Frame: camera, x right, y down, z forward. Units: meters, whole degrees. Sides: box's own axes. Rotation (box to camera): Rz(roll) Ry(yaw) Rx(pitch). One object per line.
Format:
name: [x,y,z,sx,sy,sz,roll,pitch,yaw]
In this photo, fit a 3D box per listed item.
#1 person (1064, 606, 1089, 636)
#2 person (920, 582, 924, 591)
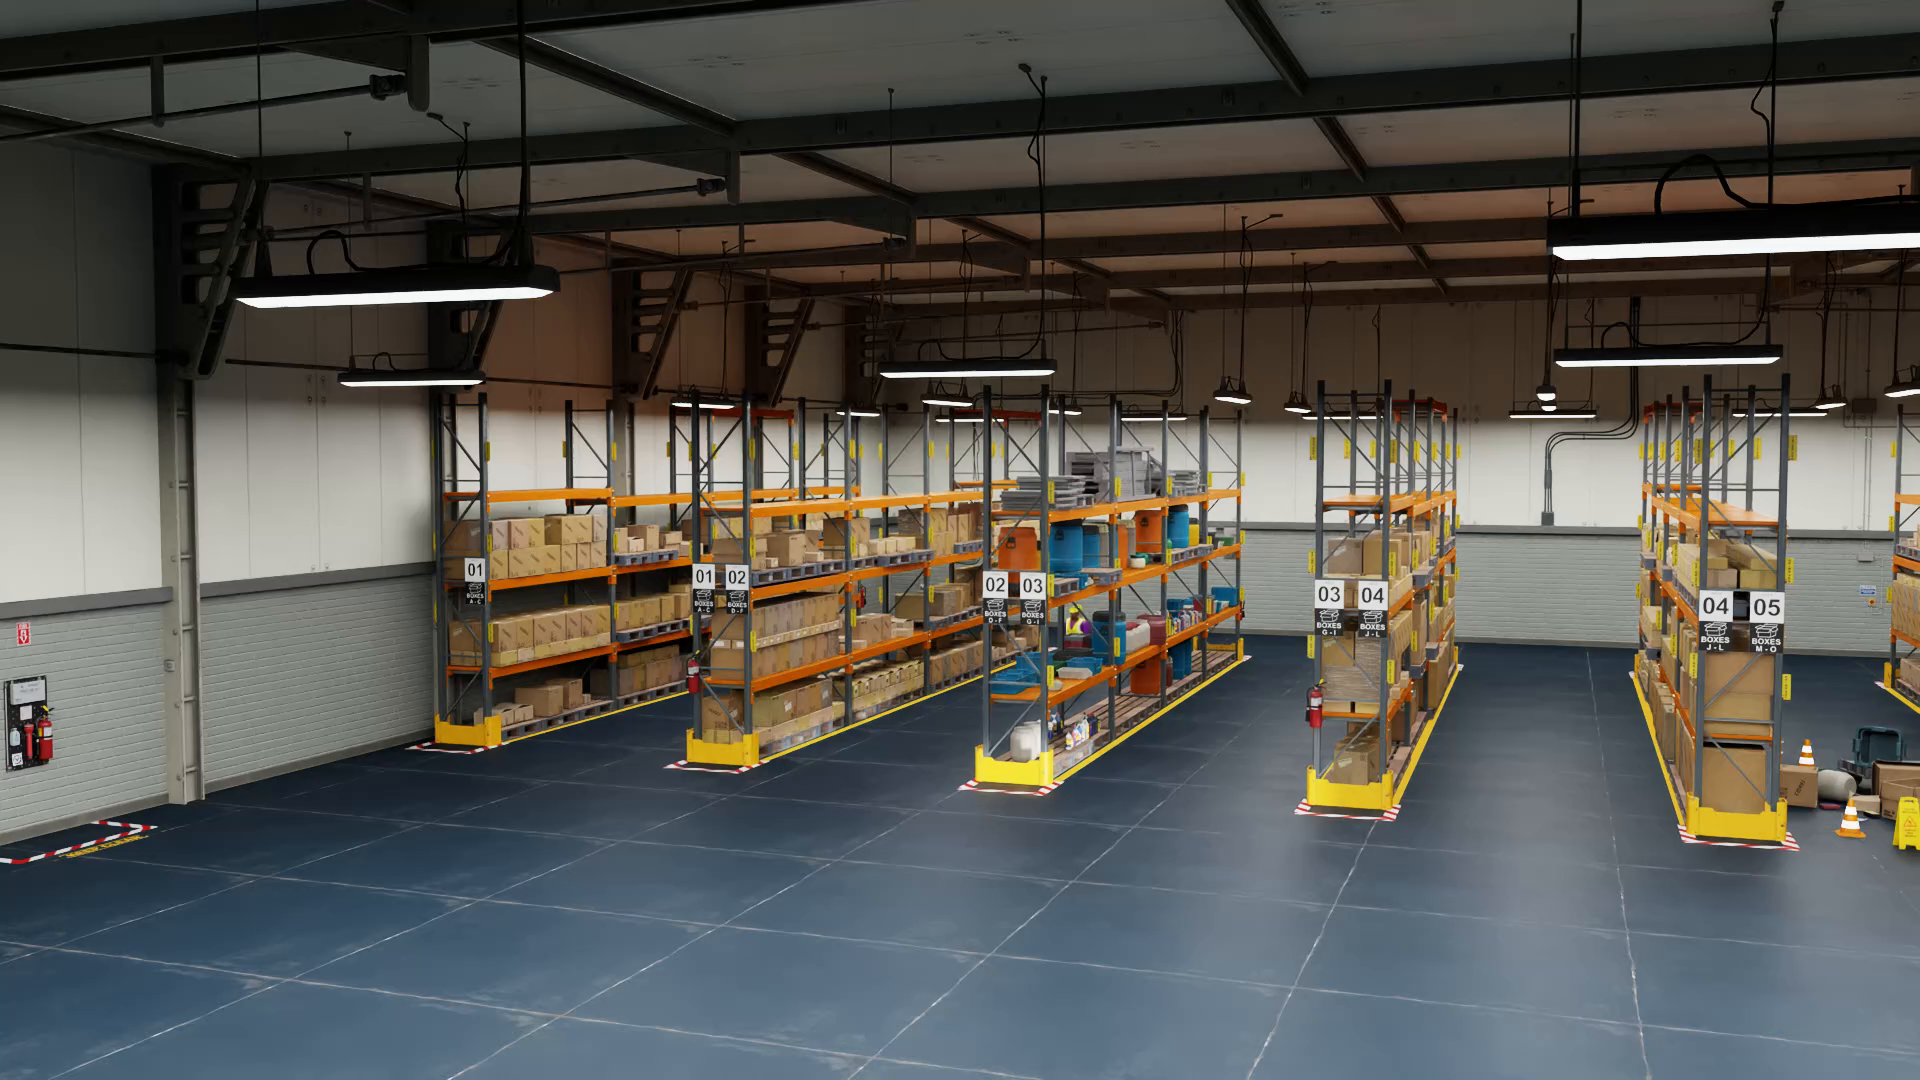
person: [2.401,2.267,34.949,0.642,1.791,0.641,2,4,31]
person: [-0.877,1.809,39.749,0.571,1.598,1.076,1,3,23]
